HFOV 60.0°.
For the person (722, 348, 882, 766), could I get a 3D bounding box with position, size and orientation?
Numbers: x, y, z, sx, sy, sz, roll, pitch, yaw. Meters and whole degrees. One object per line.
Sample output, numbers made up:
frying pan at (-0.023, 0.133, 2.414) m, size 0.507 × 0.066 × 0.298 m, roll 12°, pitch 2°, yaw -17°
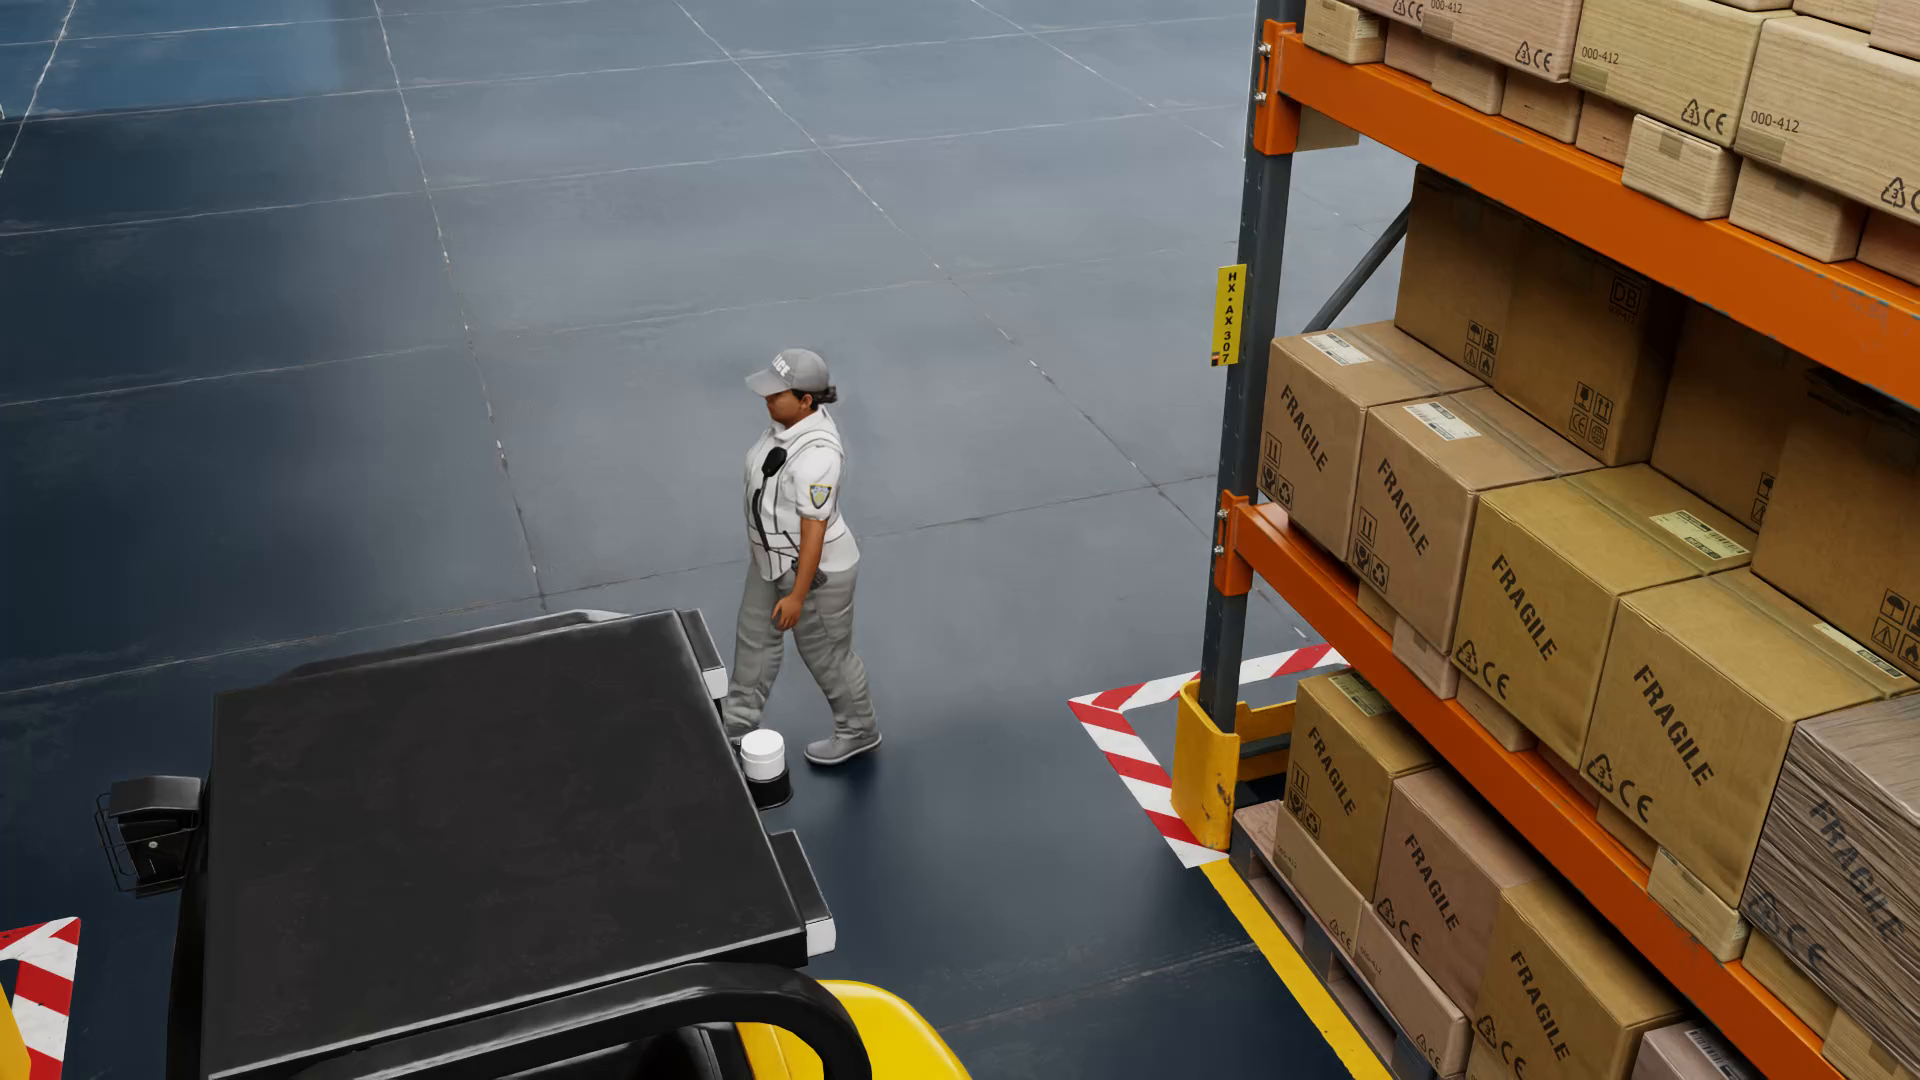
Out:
person at (-0.672, 0.109, 5.919) m, size 0.728 × 1.656 × 0.490 m, roll -11°, pitch 32°, yaw -18°
